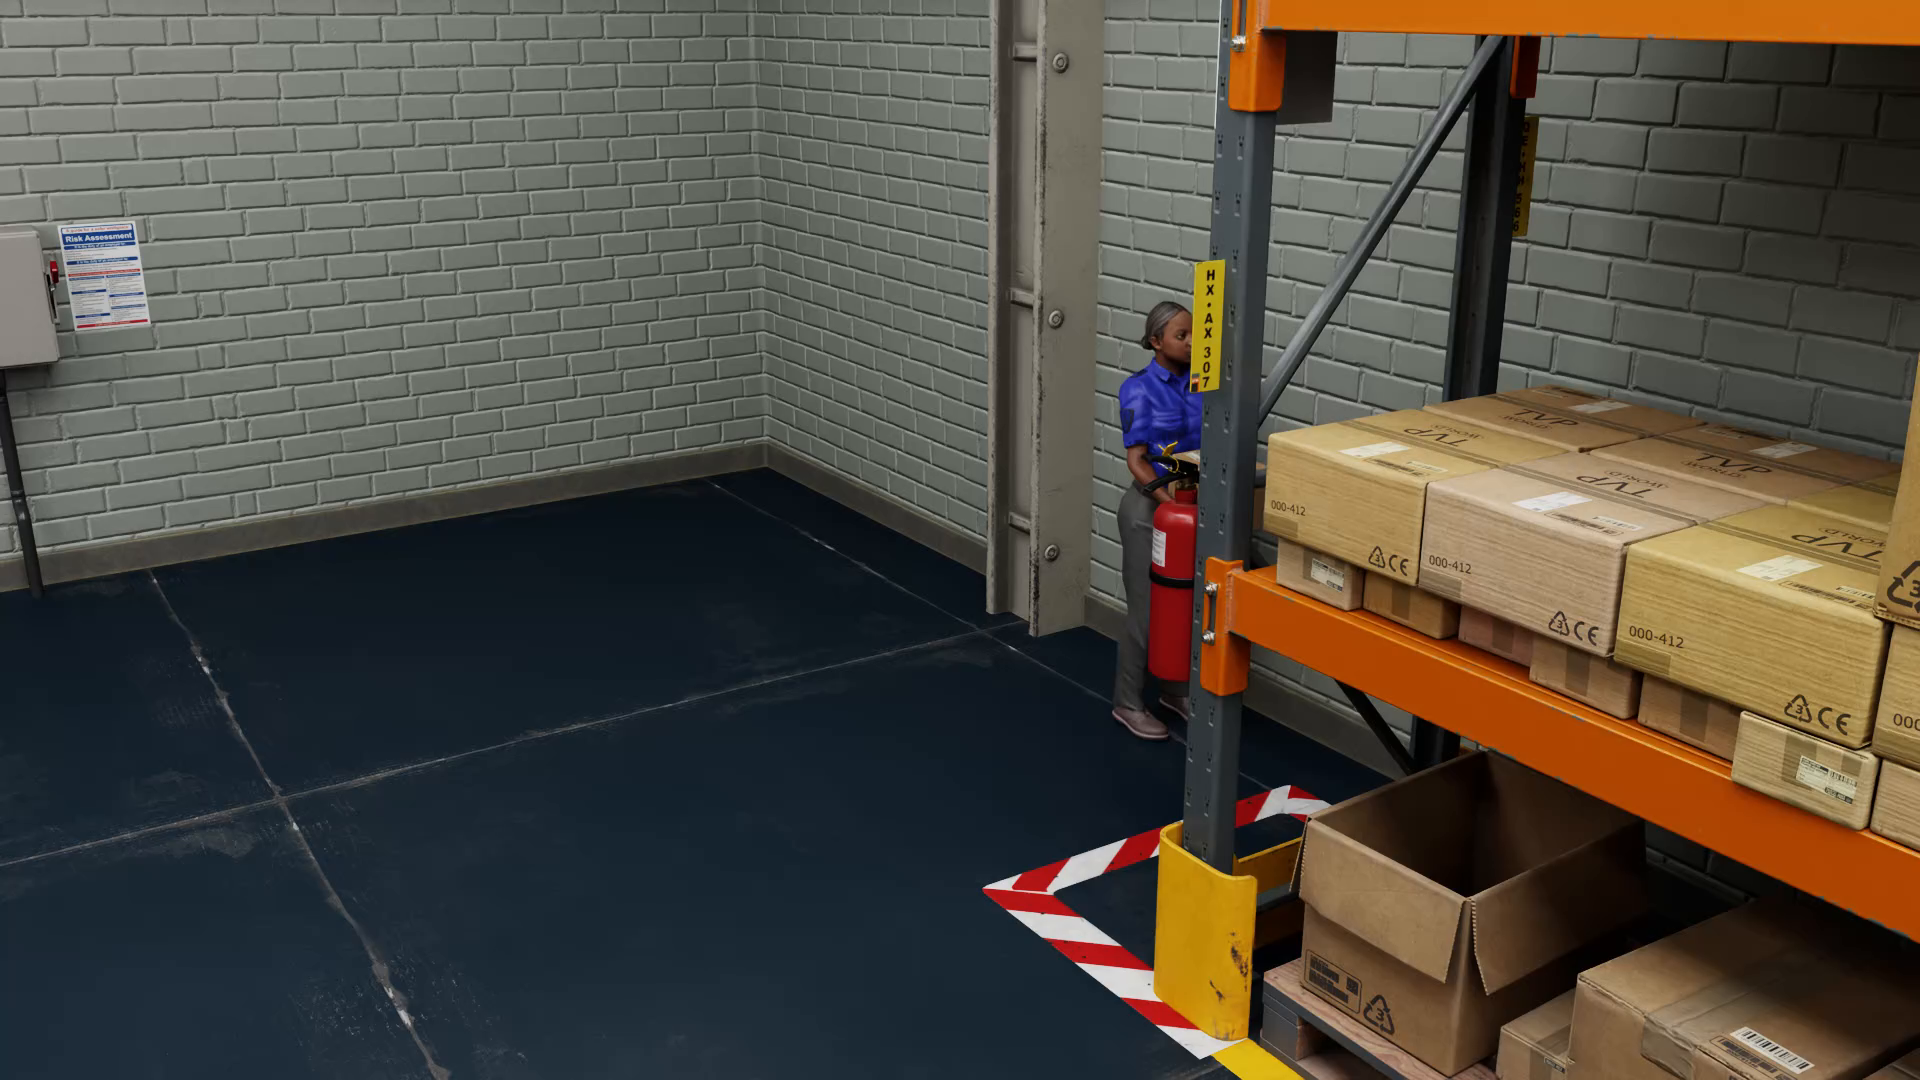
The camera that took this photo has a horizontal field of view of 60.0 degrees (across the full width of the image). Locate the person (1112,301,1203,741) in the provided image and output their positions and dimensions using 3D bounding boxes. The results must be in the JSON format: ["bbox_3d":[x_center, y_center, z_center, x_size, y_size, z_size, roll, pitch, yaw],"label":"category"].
[{"bbox_3d":[0.832,-0.054,6.244,0.450,1.647,0.517,-11,21,-31],"label":"person"}]
